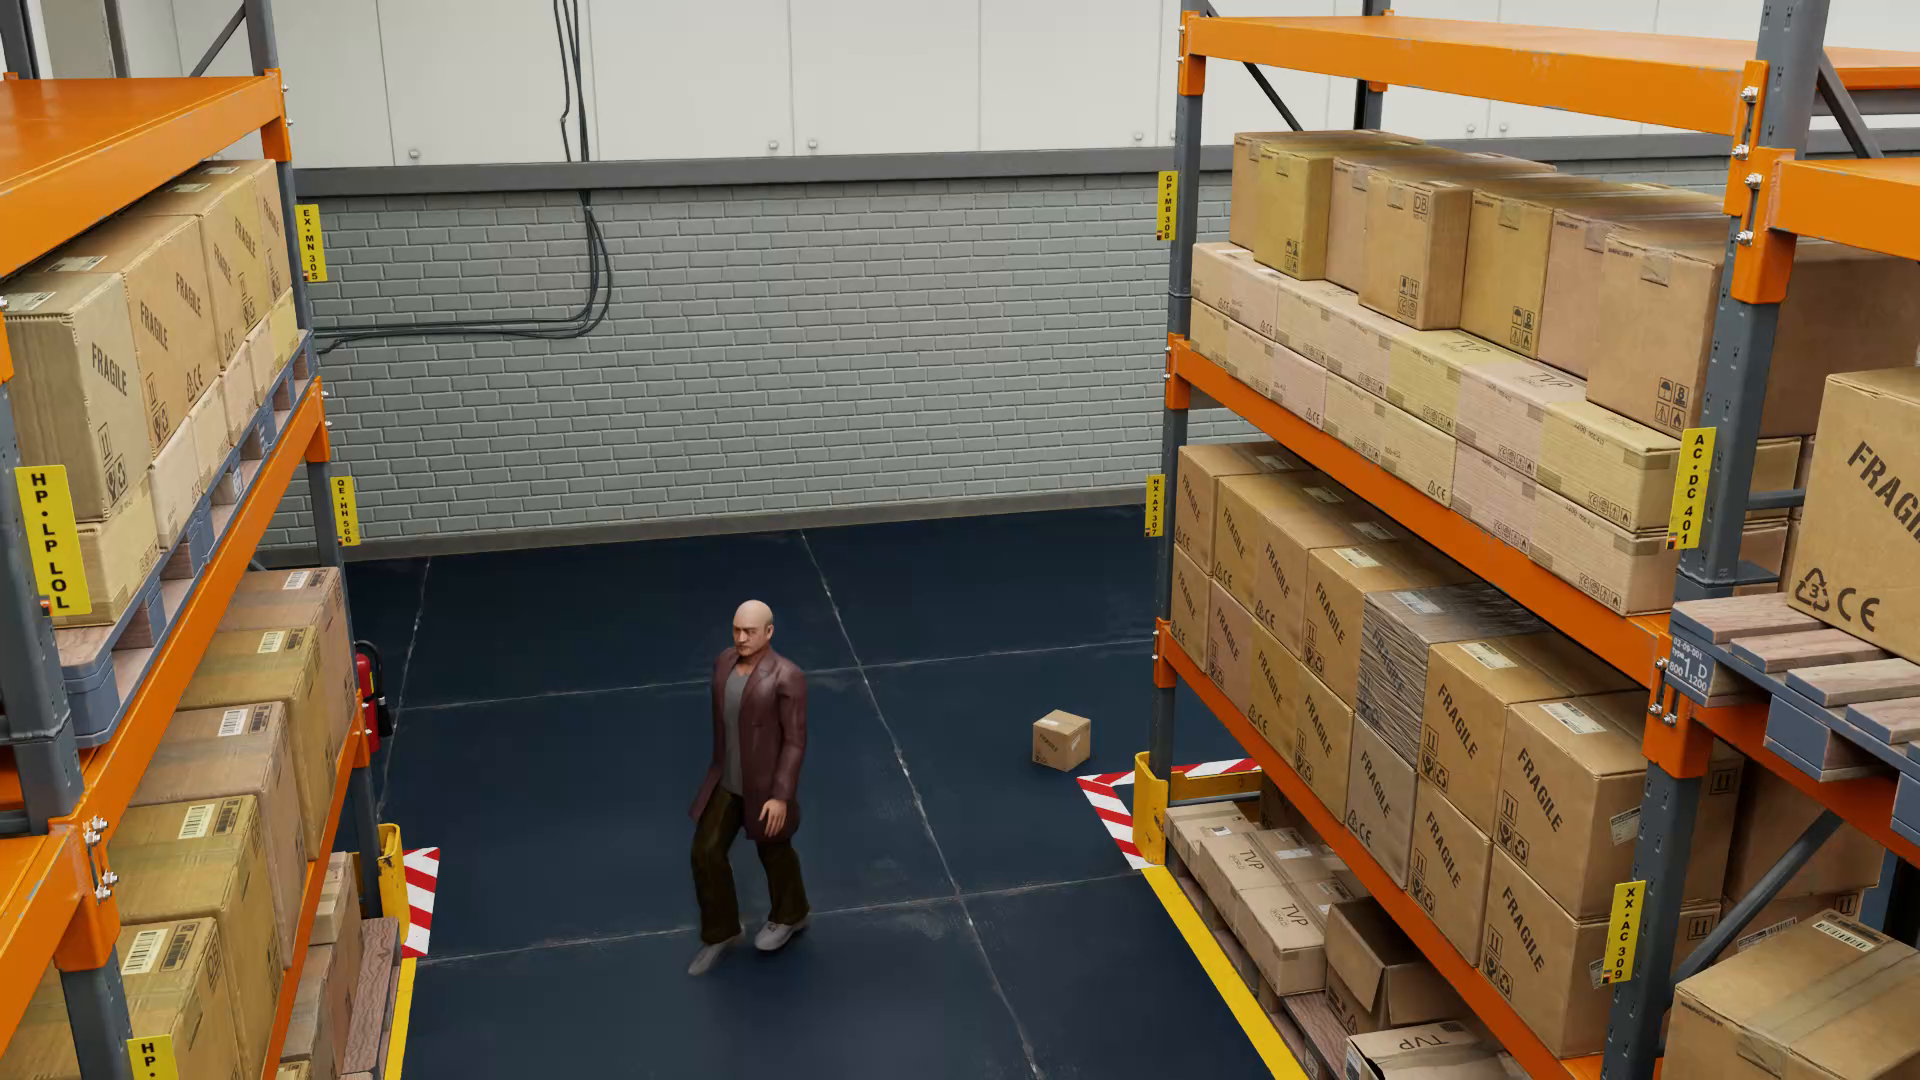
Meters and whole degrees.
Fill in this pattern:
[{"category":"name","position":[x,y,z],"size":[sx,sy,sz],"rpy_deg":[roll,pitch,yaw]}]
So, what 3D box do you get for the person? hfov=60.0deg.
[{"category":"person","position":[-0.989,1.183,7.781],"size":[0.623,1.850,0.656],"rpy_deg":[12,22,30]}]
